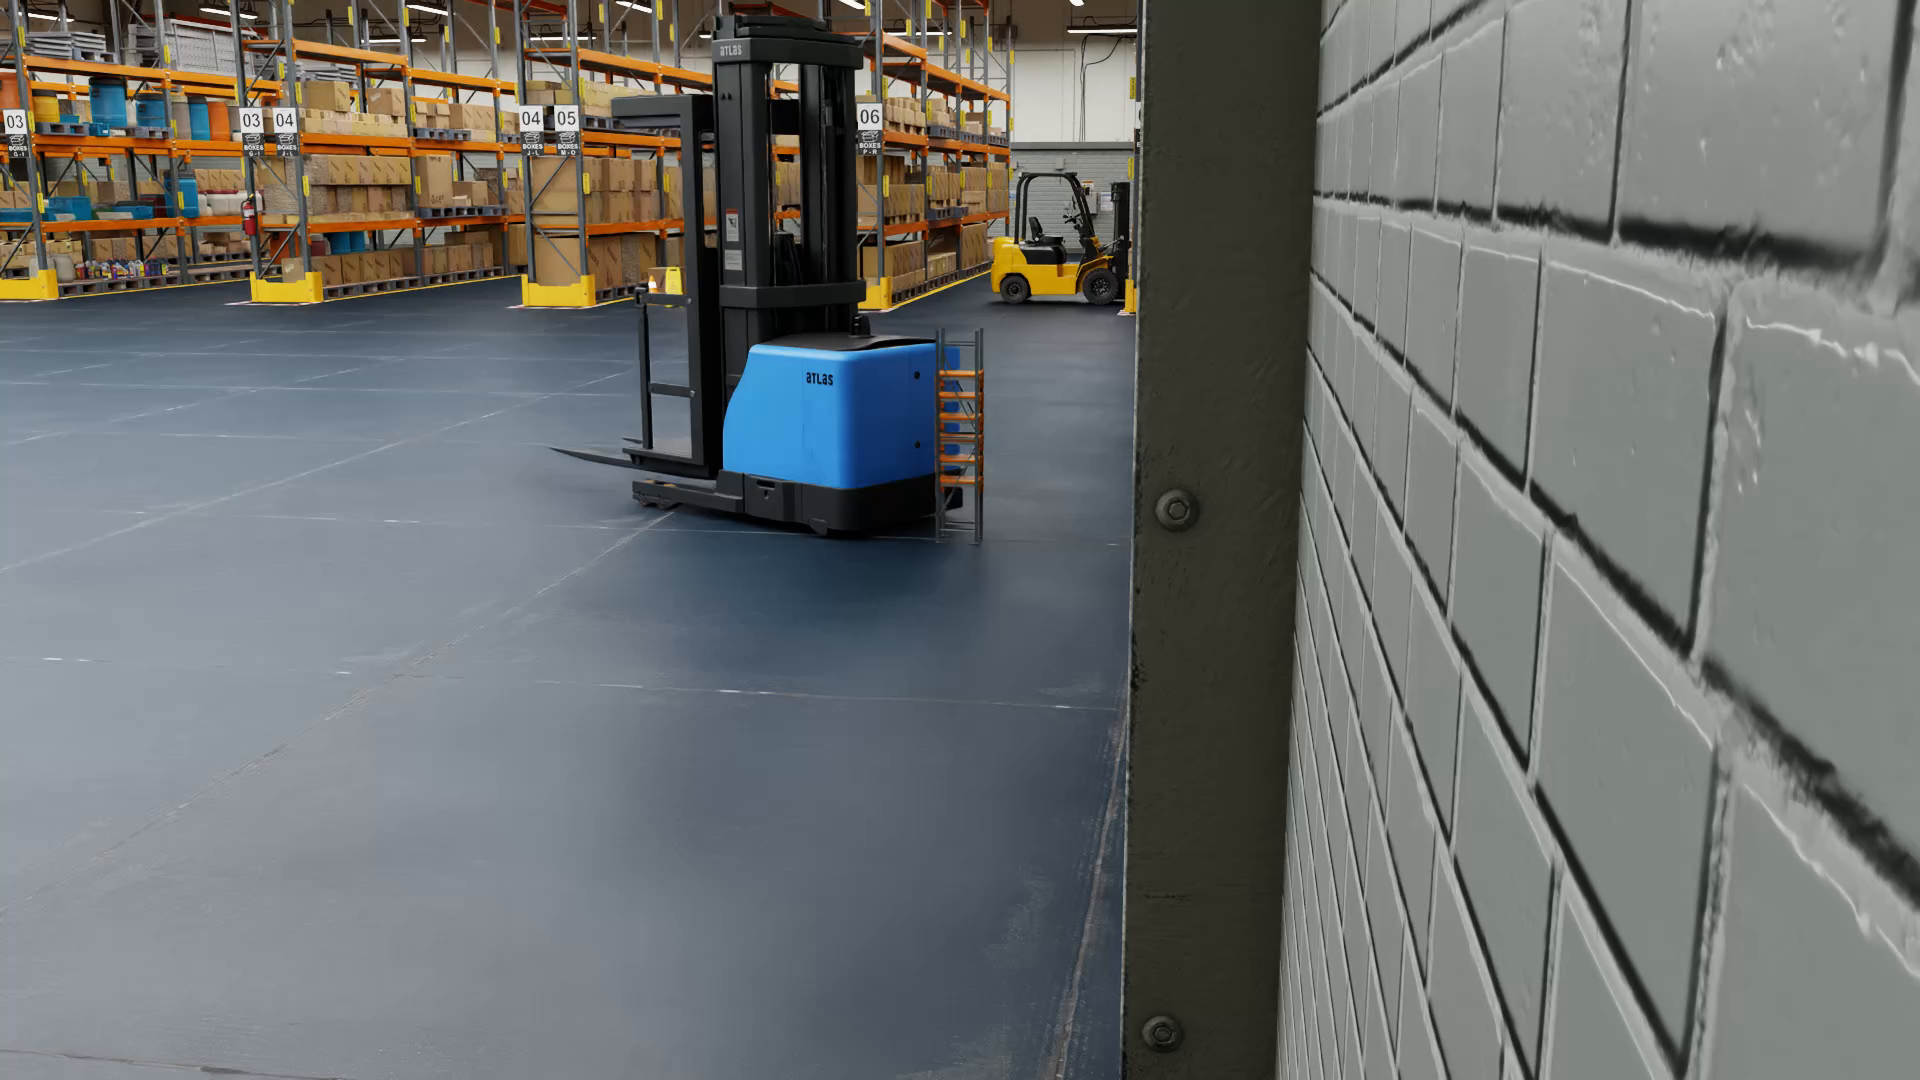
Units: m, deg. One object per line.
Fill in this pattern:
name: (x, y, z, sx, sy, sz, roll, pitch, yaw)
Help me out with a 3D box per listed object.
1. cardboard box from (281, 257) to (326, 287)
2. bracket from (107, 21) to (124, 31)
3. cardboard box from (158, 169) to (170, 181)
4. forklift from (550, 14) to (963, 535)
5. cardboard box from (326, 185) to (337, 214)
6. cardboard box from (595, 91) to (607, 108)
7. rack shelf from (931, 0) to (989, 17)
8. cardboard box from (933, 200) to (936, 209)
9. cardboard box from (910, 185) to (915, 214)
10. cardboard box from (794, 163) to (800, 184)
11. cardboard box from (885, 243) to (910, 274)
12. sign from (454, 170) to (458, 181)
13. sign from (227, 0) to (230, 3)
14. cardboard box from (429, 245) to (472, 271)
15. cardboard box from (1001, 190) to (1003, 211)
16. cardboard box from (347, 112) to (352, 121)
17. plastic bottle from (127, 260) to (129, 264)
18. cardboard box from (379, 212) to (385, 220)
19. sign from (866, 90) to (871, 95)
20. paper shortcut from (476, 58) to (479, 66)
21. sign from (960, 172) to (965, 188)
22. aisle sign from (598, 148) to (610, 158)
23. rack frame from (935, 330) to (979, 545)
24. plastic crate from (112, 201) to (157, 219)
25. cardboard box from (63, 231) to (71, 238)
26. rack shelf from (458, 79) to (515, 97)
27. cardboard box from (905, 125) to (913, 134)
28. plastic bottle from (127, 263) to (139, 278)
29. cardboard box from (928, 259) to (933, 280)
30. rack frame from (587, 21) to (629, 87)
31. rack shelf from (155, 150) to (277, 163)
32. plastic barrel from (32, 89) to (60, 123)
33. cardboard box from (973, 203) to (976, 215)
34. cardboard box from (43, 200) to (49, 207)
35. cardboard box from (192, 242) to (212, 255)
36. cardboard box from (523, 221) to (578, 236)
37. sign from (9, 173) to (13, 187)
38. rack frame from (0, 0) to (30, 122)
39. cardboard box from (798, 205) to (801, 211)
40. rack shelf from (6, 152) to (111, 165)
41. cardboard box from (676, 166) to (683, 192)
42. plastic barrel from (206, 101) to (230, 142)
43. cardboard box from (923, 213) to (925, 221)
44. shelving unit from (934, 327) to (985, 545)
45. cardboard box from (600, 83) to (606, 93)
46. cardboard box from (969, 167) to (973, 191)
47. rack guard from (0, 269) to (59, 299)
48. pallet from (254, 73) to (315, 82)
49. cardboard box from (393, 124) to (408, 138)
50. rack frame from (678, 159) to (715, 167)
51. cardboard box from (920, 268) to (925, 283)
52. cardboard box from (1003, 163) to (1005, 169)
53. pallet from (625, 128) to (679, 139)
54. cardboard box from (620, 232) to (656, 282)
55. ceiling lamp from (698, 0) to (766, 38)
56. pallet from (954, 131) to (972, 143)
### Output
cardboard box: (-11.395, -4.648, 28.876, 0.500, 0.500, 0.500, 4, 13, 19)
bracket: (-23.883, -14.532, 47.018, 0.235, 0.232, 0.430, 2, 12, 9)
cardboard box: (-19.628, -9.006, 41.552, 0.500, 0.500, 0.500, 2, 12, 9)
forklift: (-1.435, -1.694, 10.398, 3.031, 2.935, 1.130, 10, 16, 39)
cardboard box: (-11.438, -5.951, 29.043, 0.875, 0.500, 0.500, 2, 12, 9)
cardboard box: (-6.218, -7.344, 27.745, 0.500, 0.250, 0.500, 2, 12, 8)
rack shelf: (-0.178, -11.501, 35.320, 1.077, 0.370, 4.000, 2, 12, 9)
cardboard box: (-0.656, -6.286, 31.139, 0.380, 0.149, 0.250, 2, 12, 10)
cardboard box: (-1.071, -5.925, 28.922, 0.500, 0.500, 0.500, 2, 12, 10)
cardboard box: (-4.213, -8.939, 40.537, 0.500, 0.500, 0.500, 1, 12, 7)
cardboard box: (-1.154, -4.819, 28.483, 0.500, 0.500, 0.500, 2, 12, 10)
sign: (-10.826, -7.784, 35.742, 0.100, 0.325, 0.005, 2, 12, 9)
sign: (-12.053, -9.024, 27.413, 0.100, 0.325, 0.005, 2, 12, 9)
cardboard box: (-10.514, -5.819, 34.264, 0.700, 0.500, 0.500, 3, 13, 13)
cardboard box: (0.771, -8.273, 40.524, 0.500, 0.500, 0.500, 2, 12, 10)
cardboard box: (-11.011, -7.496, 29.445, 0.380, 0.149, 0.250, 2, 12, 8)
plastic bottle: (-16.186, -5.292, 32.331, 0.061, 0.283, 0.133, 2, 12, 9)
cardboard box: (-10.878, -5.985, 30.742, 0.380, 0.149, 0.250, 2, 12, 9)
sign: (-1.649, -7.975, 30.098, 0.100, 0.325, 0.005, 2, 12, 9)
paper shortcut: (-10.593, -10.493, 36.492, 0.009, 0.170, 0.078, 12, -17, 6)
sign: (0.052, -7.391, 34.108, 0.100, 0.325, 0.005, 2, 12, 9)
aisle sign: (-9.332, -10.161, 43.352, 0.394, 0.787, 0.004, 2, 12, 9)
rack frame: (-0.016, -0.564, 9.265, 0.240, 1.200, 0.006, 2, 12, 9)
plastic crate: (-15.993, -6.393, 32.185, 0.767, 0.338, 0.504, 2, 12, 9)
cardboard box: (-23.893, -7.973, 44.304, 0.700, 0.500, 0.500, 1, 12, 7)
rack shelf: (-9.970, -10.002, 37.202, 1.077, 0.370, 4.000, 2, 12, 9)
cardboard box: (-1.020, -7.101, 28.798, 0.380, 0.149, 0.250, 2, 12, 10)
plastic bottle: (-15.709, -5.127, 31.586, 0.152, 0.276, 0.135, 2, 12, 10)
cardboard box: (-1.022, -5.077, 31.170, 0.950, 0.372, 0.625, 2, 12, 9)
rack frame: (-9.047, -11.798, 42.879, 1.000, 3.000, 0.127, 2, 12, 9)
rack shelf: (-19.143, -9.886, 42.832, 1.077, 0.370, 4.000, 2, 12, 9)
plastic barrel: (-16.352, -7.701, 29.541, 0.600, 0.588, 0.600, 0, 12, 0)
cardboard box: (0.059, -7.219, 36.226, 0.500, 0.250, 0.500, 2, 12, 9)
cardboard box: (-20.164, -7.404, 36.942, 0.500, 0.311, 0.500, 3, 12, 12)
cardboard box: (-19.172, -7.336, 41.751, 0.500, 0.311, 0.500, 2, 12, 9)
cardboard box: (-9.741, -7.066, 39.206, 1.225, 0.875, 0.875, 2, 12, 9)
sign: (-23.808, -9.026, 41.696, 0.100, 0.325, 0.005, 2, 12, 9)
rack frame: (-16.402, -8.628, 28.169, 1.000, 3.000, 0.127, 2, 12, 9)
cardboard box: (-4.117, -8.273, 41.358, 0.380, 0.149, 0.250, 1, 12, 6)
rack shelf: (-24.038, -10.045, 43.573, 1.077, 0.370, 4.000, 2, 12, 9)
cardboard box: (-5.781, -7.039, 32.427, 0.700, 0.500, 0.500, 2, 12, 9)
plastic barrel: (-15.613, -8.737, 34.775, 0.600, 0.830, 0.708, 2, 12, 9)
cardboard box: (-0.849, -5.847, 30.101, 0.380, 0.149, 0.250, 2, 12, 8)
shelving unit: (-0.002, -0.584, 9.353, 0.258, 1.200, 0.189, 2, 12, 9)
cardboard box: (-6.138, -7.558, 27.793, 0.380, 0.149, 0.250, 2, 12, 9)
cardboard box: (-0.006, -7.722, 35.596, 0.500, 0.500, 0.500, 2, 12, 10)
rack guard: (-16.437, -4.491, 29.145, 1.175, 0.500, 0.348, 2, 12, 9)
pallet: (-15.030, -10.155, 36.651, 1.213, 0.211, 1.003, 2, 12, 9)
cardboard box: (-10.705, -7.657, 31.141, 0.500, 0.250, 0.500, 2, 12, 11)
rack frame: (-5.392, -7.019, 34.941, 1.000, 3.000, 0.127, 2, 12, 9)
cardboard box: (-0.926, -4.776, 30.064, 0.500, 0.250, 0.500, 2, 12, 11)
cardboard box: (0.916, -9.208, 40.950, 0.380, 0.149, 0.250, 2, 12, 8)
pallet: (-5.915, -7.751, 31.674, 0.805, 0.209, 1.217, 1, 12, 6)
cardboard box: (-6.173, -5.224, 30.660, 0.875, 0.875, 0.875, 2, 12, 10)
ceiling lamp: (-6.129, -15.128, 44.476, 2.000, 3.185, 0.800, 2, 12, 9)
pallet: (-0.439, -8.389, 34.628, 1.213, 0.211, 1.003, 2, 12, 11)
